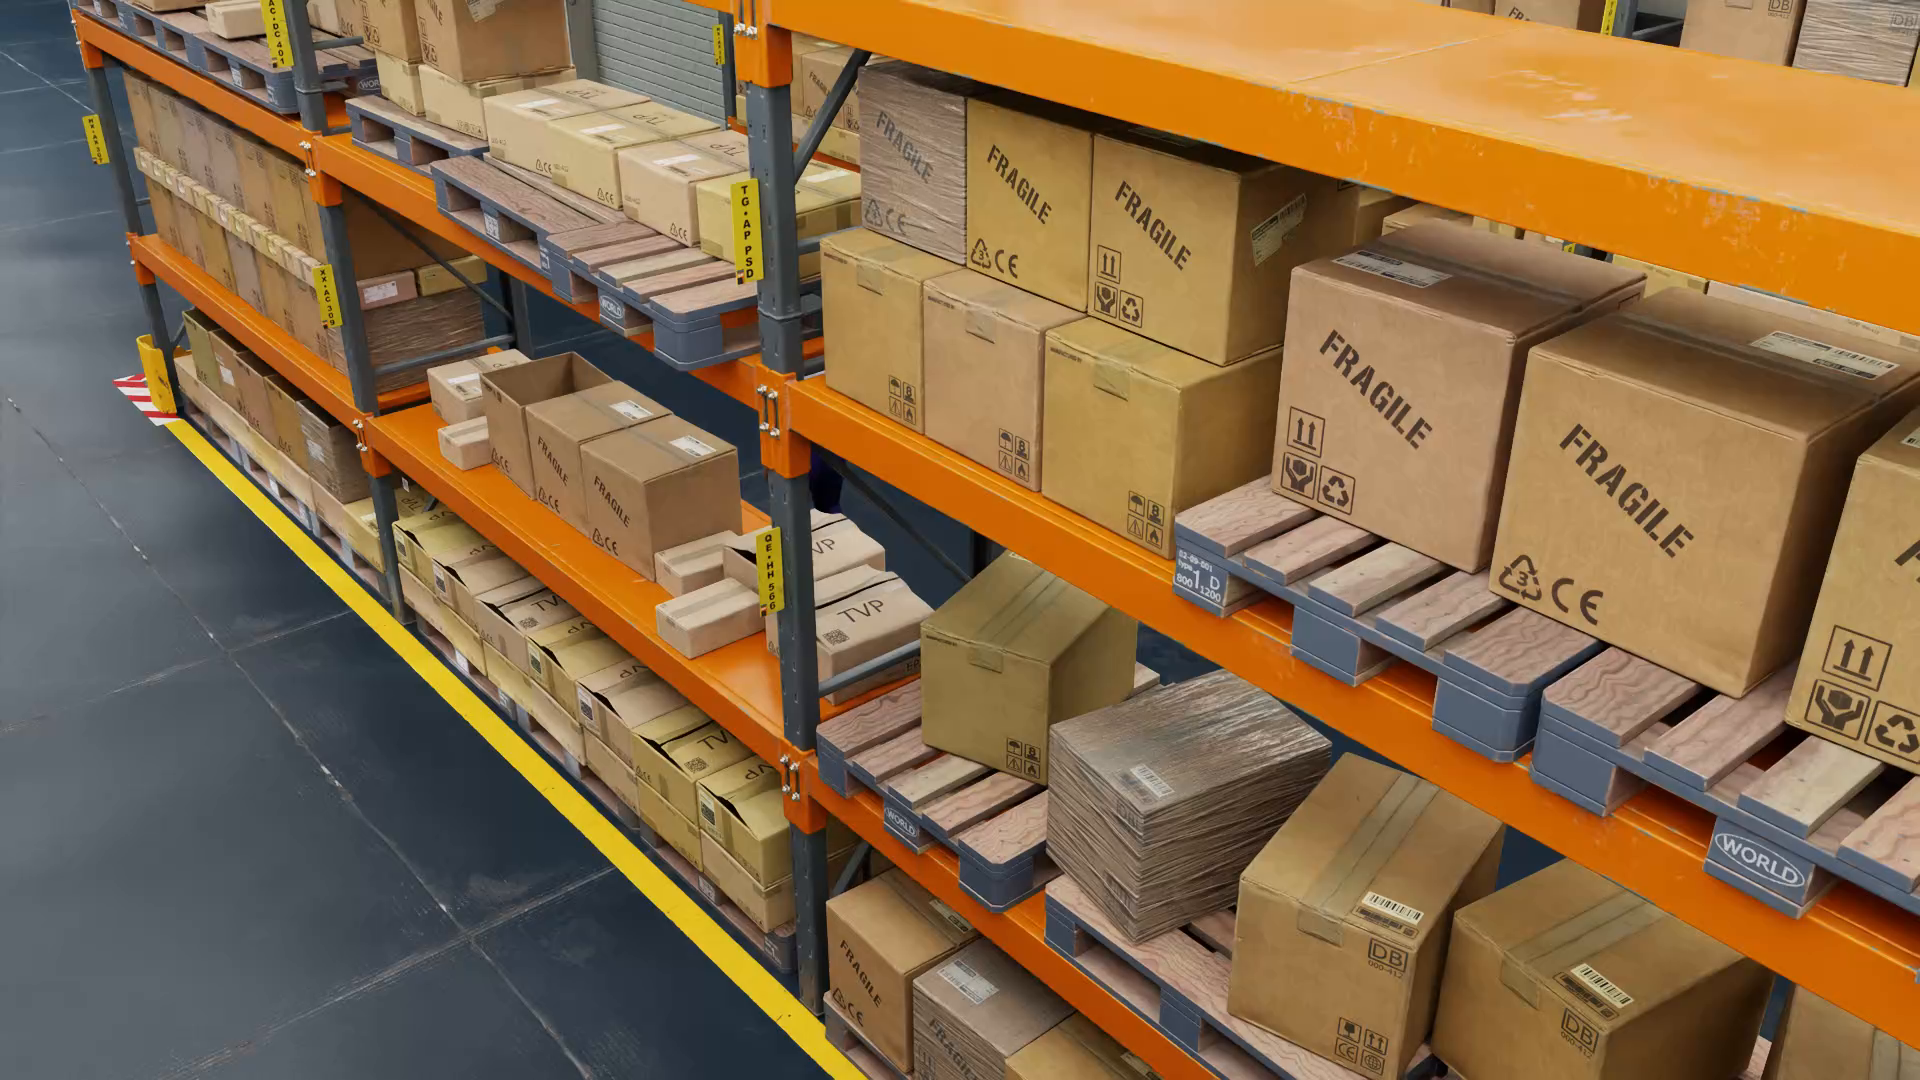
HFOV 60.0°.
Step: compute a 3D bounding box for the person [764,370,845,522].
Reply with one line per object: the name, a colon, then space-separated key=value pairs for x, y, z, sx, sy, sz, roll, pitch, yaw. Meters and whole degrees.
person: x=-0.891 y=-0.476 z=9.513 sx=0.538 sy=1.652 sz=0.413 roll=-22 pitch=35 yaw=-34
